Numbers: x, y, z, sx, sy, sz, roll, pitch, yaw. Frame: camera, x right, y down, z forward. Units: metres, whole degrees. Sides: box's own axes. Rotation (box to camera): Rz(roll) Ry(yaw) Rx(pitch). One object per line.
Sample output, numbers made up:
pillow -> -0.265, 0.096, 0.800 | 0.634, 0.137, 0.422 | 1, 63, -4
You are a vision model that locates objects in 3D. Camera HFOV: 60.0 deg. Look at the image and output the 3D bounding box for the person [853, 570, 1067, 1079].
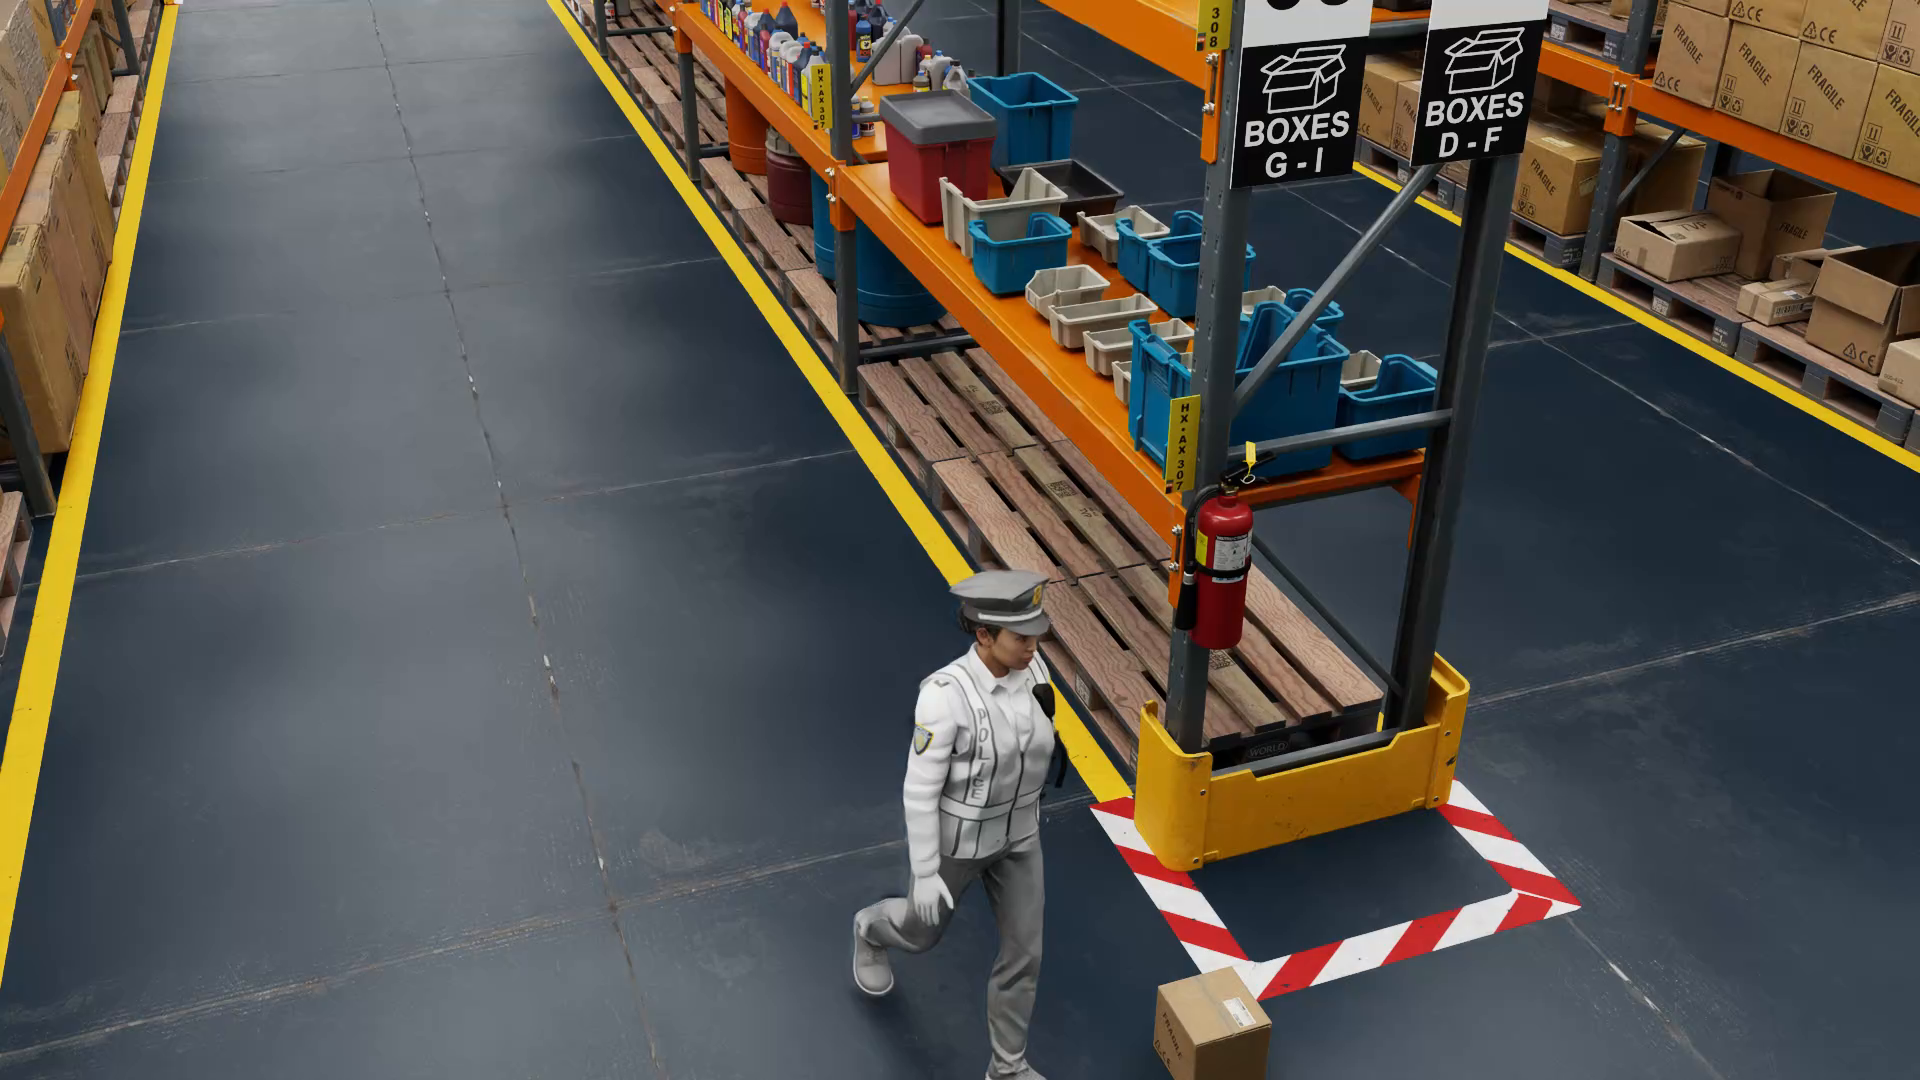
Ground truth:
person -> 0.019, 0.807, 4.718 | 0.545, 1.639, 0.907 | -21, 36, -31
